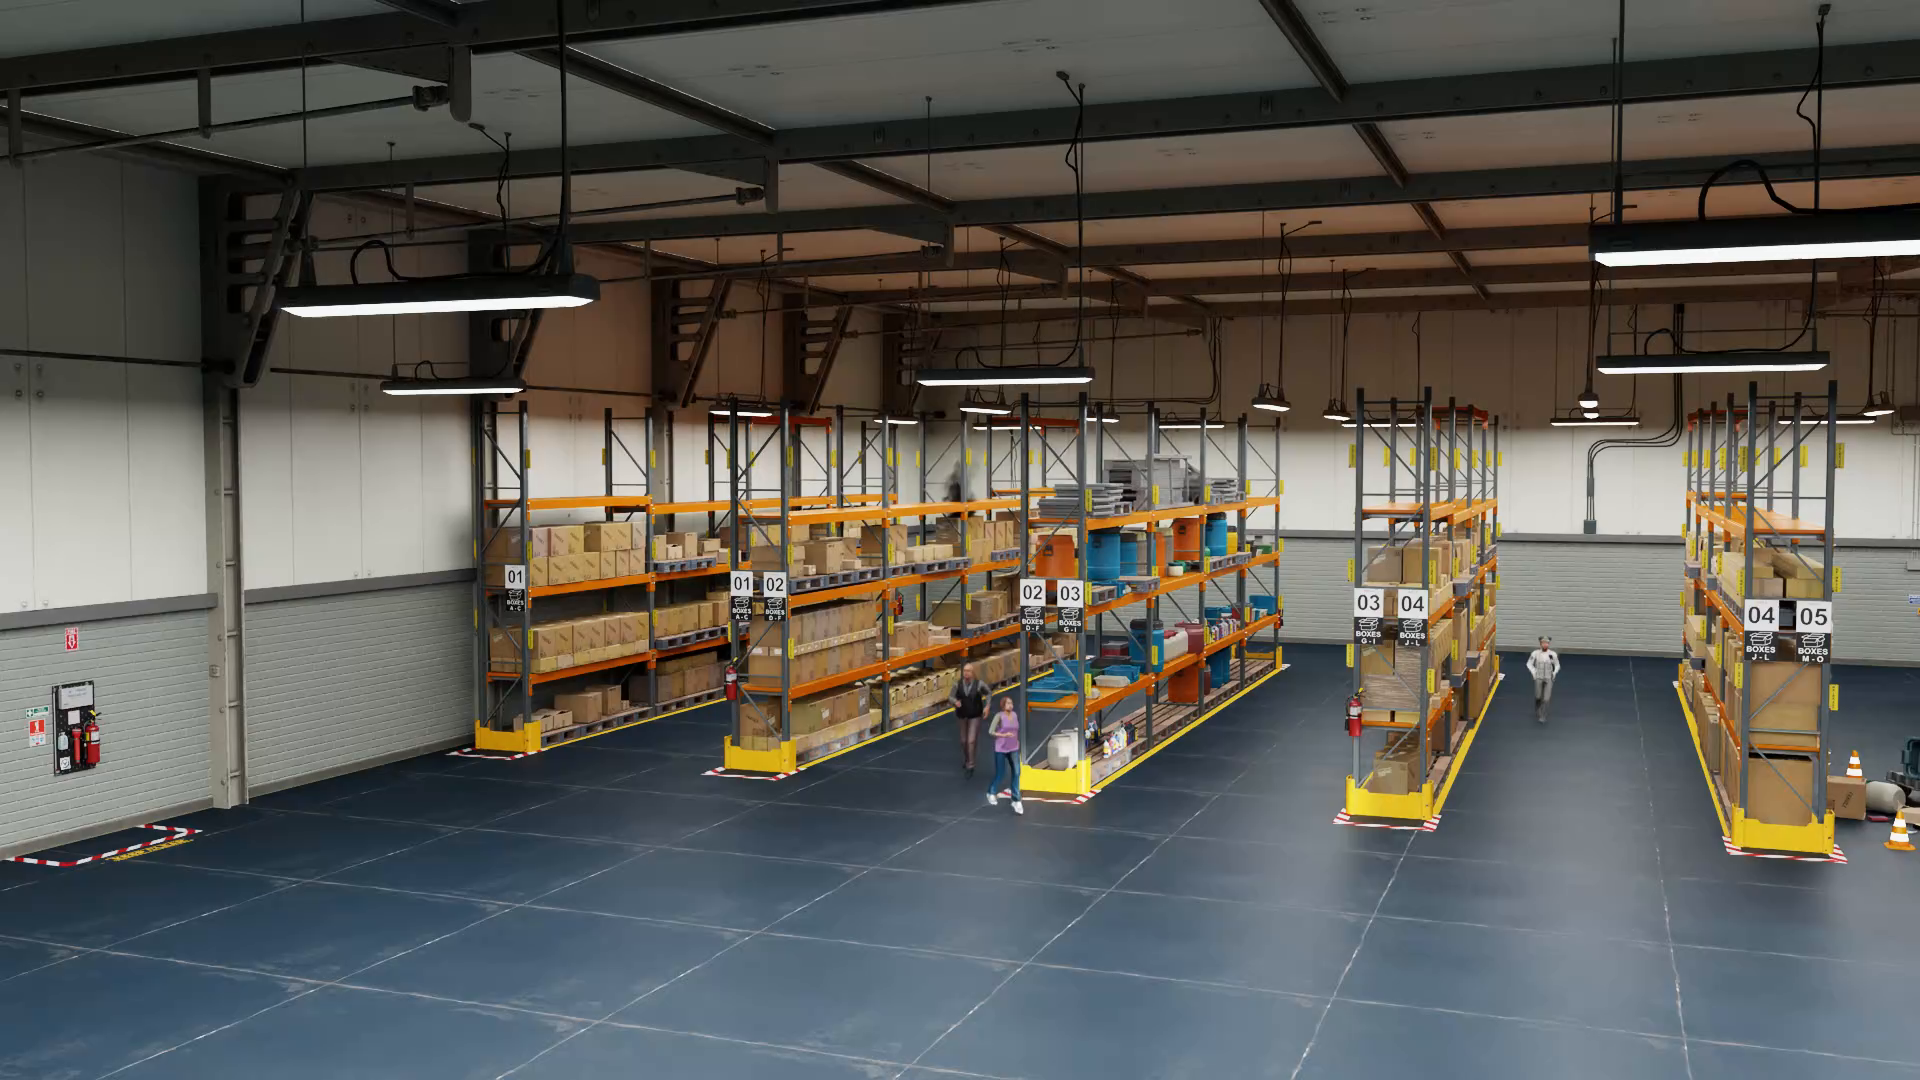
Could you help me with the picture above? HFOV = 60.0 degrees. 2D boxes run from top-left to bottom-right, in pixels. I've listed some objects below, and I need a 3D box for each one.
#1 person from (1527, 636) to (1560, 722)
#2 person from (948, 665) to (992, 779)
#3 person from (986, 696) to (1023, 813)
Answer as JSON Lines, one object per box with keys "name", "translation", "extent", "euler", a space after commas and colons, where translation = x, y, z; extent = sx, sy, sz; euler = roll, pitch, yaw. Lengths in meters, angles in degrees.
{"name": "person", "translation": [11.106, 2.638, 31.633], "extent": [0.599, 1.647, 0.539], "euler": [1, 3, 16]}
{"name": "person", "translation": [0.148, 2.857, 26.417], "extent": [0.671, 1.776, 0.817], "euler": [1, 3, 15]}
{"name": "person", "translation": [0.649, 3.033, 23.711], "extent": [0.545, 1.626, 0.748], "euler": [-2, 3, -28]}
